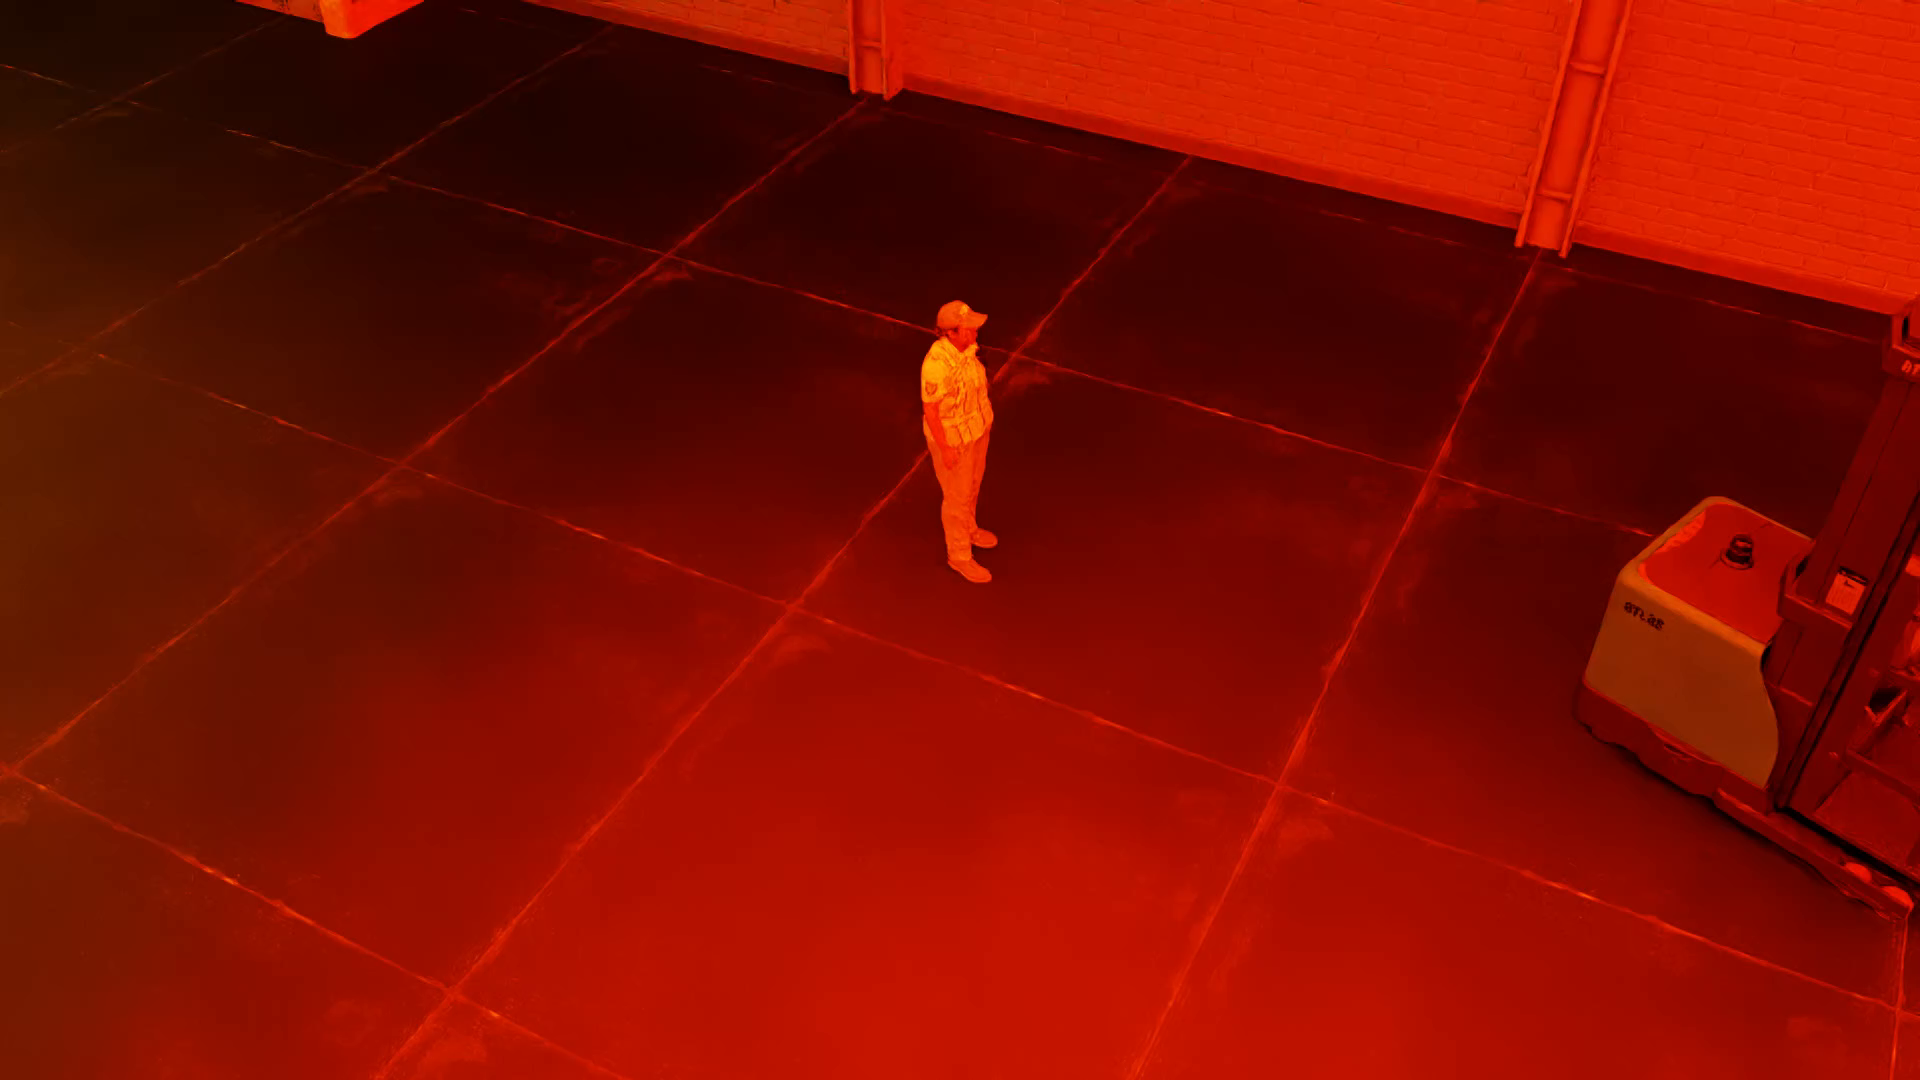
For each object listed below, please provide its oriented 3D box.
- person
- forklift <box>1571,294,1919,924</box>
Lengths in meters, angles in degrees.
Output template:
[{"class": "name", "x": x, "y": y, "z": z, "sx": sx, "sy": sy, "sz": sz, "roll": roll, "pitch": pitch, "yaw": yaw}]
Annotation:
[{"class": "person", "x": 0.058, "y": -0.607, "z": 9.678, "sx": 0.529, "sy": 1.669, "sz": 0.598, "roll": 18, "pitch": 43, "yaw": 21}, {"class": "forklift", "x": 4.694, "y": 0.348, "z": 7.573, "sx": 1.130, "sy": 2.935, "sz": 3.031, "roll": -31, "pitch": 49, "yaw": -31}]
